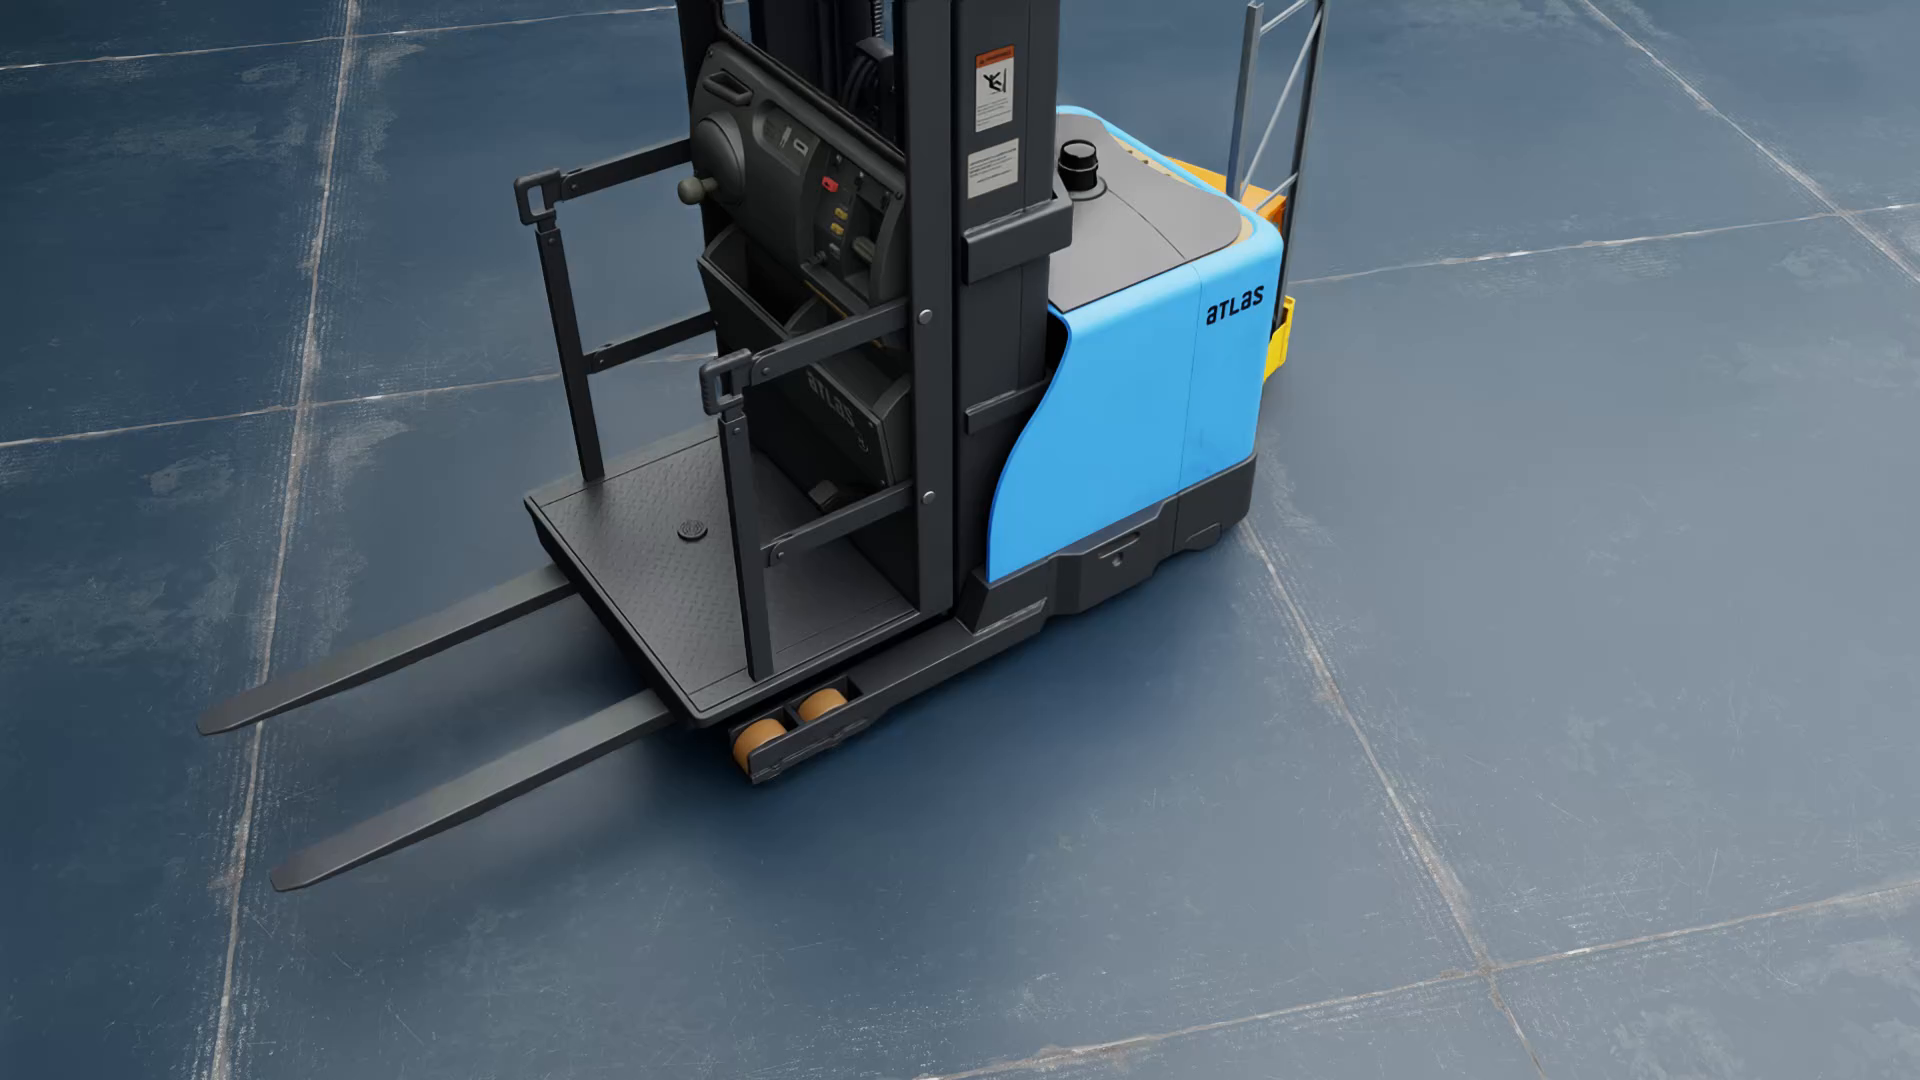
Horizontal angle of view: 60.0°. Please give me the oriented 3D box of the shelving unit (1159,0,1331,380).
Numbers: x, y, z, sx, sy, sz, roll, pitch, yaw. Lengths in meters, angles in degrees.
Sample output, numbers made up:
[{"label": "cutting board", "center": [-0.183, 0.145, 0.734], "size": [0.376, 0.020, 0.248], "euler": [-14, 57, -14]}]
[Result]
[{"label": "shelving unit", "center": [0.572, -1.273, 5.555], "size": [1.083, 1.500, 0.587], "euler": [26, 48, 27]}]

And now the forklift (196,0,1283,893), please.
[{"label": "forklift", "center": [-0.583, -0.847, 3.997], "size": [3.031, 2.935, 1.130], "euler": [-25, 47, -25]}]

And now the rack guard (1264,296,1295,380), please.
[{"label": "rack guard", "center": [0.970, -0.608, 5.746], "size": [0.087, 0.250, 0.587], "euler": [26, 48, 27]}]

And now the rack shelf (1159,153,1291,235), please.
[{"label": "rack shelf", "center": [0.565, -1.143, 5.678], "size": [1.000, 0.185, 0.538], "euler": [26, 48, 27]}]

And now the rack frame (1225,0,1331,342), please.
[{"label": "rack frame", "center": [0.971, -1.075, 5.331], "size": [0.032, 1.500, 0.500], "euler": [26, 48, 27]}]
